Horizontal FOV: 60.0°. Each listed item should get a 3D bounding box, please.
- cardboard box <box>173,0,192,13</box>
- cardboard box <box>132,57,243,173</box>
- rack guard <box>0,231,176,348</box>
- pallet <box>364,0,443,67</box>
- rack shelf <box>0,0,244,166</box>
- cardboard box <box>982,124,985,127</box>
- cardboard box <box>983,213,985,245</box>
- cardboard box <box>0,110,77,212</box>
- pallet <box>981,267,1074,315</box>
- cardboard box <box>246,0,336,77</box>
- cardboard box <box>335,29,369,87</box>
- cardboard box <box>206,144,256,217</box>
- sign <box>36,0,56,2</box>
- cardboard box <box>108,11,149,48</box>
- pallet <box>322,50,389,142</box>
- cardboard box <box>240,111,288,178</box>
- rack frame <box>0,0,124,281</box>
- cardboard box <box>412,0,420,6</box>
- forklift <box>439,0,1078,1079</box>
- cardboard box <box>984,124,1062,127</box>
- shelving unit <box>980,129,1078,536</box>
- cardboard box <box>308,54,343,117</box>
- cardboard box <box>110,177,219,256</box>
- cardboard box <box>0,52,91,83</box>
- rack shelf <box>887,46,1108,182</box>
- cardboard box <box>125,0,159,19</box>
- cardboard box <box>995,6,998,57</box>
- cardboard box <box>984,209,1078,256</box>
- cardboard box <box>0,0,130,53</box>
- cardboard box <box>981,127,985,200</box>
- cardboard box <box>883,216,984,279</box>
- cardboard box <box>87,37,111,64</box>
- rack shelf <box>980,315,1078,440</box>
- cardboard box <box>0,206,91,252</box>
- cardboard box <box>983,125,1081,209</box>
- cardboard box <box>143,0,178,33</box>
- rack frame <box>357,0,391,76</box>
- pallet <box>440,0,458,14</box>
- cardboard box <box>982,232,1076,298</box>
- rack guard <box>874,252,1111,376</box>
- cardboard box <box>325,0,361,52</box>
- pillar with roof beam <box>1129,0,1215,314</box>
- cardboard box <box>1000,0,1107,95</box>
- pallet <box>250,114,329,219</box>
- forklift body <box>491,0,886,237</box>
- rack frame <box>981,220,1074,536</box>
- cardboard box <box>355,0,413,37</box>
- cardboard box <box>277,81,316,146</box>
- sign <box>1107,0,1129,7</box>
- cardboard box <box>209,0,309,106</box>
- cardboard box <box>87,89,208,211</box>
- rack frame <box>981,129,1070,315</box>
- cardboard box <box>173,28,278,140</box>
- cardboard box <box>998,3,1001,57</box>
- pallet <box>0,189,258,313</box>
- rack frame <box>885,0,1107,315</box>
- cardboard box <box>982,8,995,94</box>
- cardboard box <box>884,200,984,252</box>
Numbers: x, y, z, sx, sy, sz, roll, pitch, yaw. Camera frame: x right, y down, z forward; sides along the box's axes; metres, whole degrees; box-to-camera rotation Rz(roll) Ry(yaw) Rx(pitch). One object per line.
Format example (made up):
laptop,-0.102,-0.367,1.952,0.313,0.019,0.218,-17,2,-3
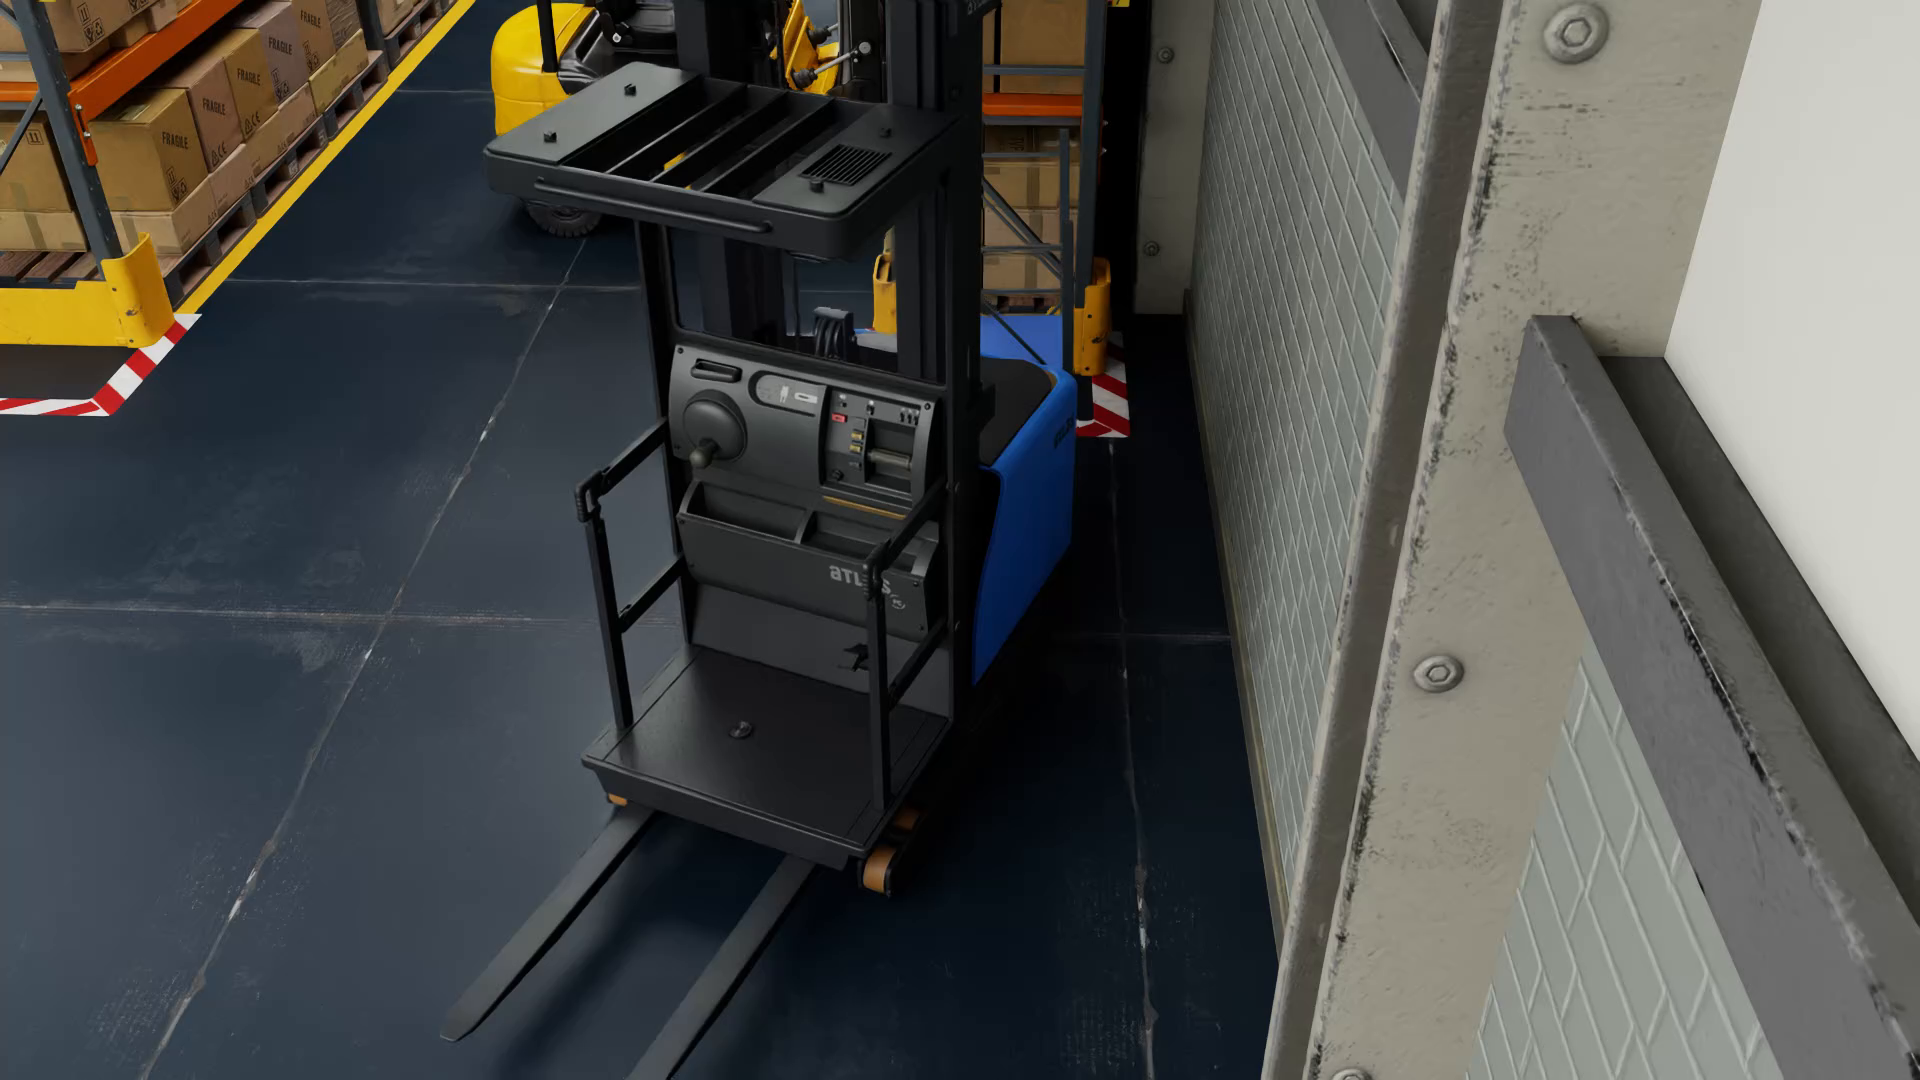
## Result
cardboard box,-4.456,-2.975,9.093,0.380,0.149,0.250,2,35,3
cardboard box,-4.471,-2.422,9.461,0.500,0.500,0.500,0,35,0
rack guard,-4.794,-1.318,8.691,1.175,0.500,0.348,1,35,2
pallet,-4.607,-3.902,12.618,1.003,0.211,1.213,1,35,2
rack shelf,-4.717,-3.152,9.752,1.077,0.370,4.000,1,35,2
cardboard box,-0.116,-2.206,8.936,0.500,0.250,0.500,2,35,3
cardboard box,-0.105,-1.794,9.220,0.500,0.250,0.500,1,35,2
cardboard box,-5.025,-2.117,9.028,0.500,0.500,0.500,2,35,2
pallet,0.152,-1.484,9.178,1.003,0.211,1.213,1,35,2
cardboard box,-4.411,-3.311,10.726,0.500,0.500,0.500,2,35,3
cardboard box,-4.392,-3.296,11.358,0.500,0.250,0.500,3,35,4
cardboard box,-4.460,-2.094,9.647,0.500,0.250,0.500,3,35,4
sign,-4.255,-2.639,7.643,0.100,0.325,0.005,1,35,2
cardboard box,-4.489,-2.681,8.674,0.380,0.149,0.250,0,35,0
pallet,-4.628,-3.068,11.431,1.003,0.211,1.213,1,35,2
cardboard box,-4.451,-2.408,10.094,0.500,0.250,0.500,4,35,5
rack frame,-4.797,-2.297,7.910,1.000,3.000,0.127,1,35,2
cardboard box,-4.592,-4.407,12.831,0.950,0.372,0.625,3,35,5
forklift,-0.596,-0.300,5.128,1.130,2.935,3.031,14,38,19
cardboard box,0.388,-2.199,8.927,0.500,0.250,0.500,1,35,2
shelving unit,0.225,-0.846,7.110,0.538,1.500,1.048,0,33,3
cardboard box,-4.403,-2.990,10.922,0.500,0.250,0.500,0,35,1
cardboard box,-4.488,-1.801,9.230,0.500,0.250,0.500,1,35,1
cardboard box,-4.577,-2.385,8.253,0.380,0.149,0.250,1,35,2
rack shelf,0.243,-3.039,9.592,1.077,0.370,4.000,1,35,2
cardboard box,-4.483,-3.023,8.597,0.500,0.500,0.500,2,35,3
cardboard box,-0.050,-2.812,8.556,0.500,0.500,0.500,2,35,3
cardboard box,0.389,-1.701,8.653,0.500,0.250,0.500,2,35,3
cardboard box,-4.501,-2.725,8.174,0.500,0.500,0.500,1,35,1
cardboard box,-0.130,-1.912,8.519,0.500,0.250,0.500,2,35,3
cardboard box,-0.134,-1.509,8.814,0.500,0.250,0.500,2,35,2
cardboard box,-4.581,-2.530,8.460,0.380,0.149,0.250,2,35,3
rack shelf,0.231,-0.695,7.208,0.538,0.185,1.000,0,33,3
cardboard box,-5.032,-1.828,9.269,0.500,0.250,0.500,1,35,2
cardboard box,0.371,-1.912,8.519,0.500,0.250,0.500,1,35,1
cardboard box,-4.433,-2.825,8.880,0.380,0.149,0.250,2,35,3
rack frame,-4.636,-4.595,11.180,1.000,3.000,0.127,1,35,2
pallet,-4.560,-4.605,13.618,1.003,0.211,1.213,1,35,2
cardboard box,0.378,-1.509,8.815,0.500,0.250,0.500,1,35,2
rack guard,0.162,-1.148,8.449,1.175,0.500,0.348,1,35,2
cardboard box,-4.392,-3.603,11.142,0.500,0.500,0.500,1,35,1
pillar with roof beam,-3.210,-5.118,6.706,9.100,9.000,0.400,1,35,2
cardboard box,0.460,-2.504,8.117,0.500,0.500,0.500,2,35,3
pallet,-4.674,-2.365,10.431,1.003,0.211,1.213,1,35,2
forklift body,-1.584,-2.969,9.604,2.313,2.155,1.214,1,35,2
rack frame,0.204,-0.569,6.684,0.500,1.500,0.032,0,33,3
cardboard box,-4.618,-3.993,12.244,0.950,0.372,0.625,2,35,2
cardboard box,-4.428,-2.698,10.506,0.500,0.250,0.500,2,35,3
sign,0.717,-2.555,7.455,0.100,0.325,0.005,1,35,2
cardboard box,-4.430,-3.017,10.309,0.500,0.500,0.500,3,35,4
cardboard box,-4.488,-2.122,9.034,0.500,0.500,0.500,0,35,0
rack frame,0.245,-1.123,7.536,0.500,1.500,0.032,0,33,3
cardboard box,-4.443,-2.710,9.871,0.500,0.500,0.500,2,35,3
cardboard box,0.459,-2.804,8.544,0.500,0.500,0.500,2,35,3
pallet,-4.726,-1.666,9.437,1.003,0.211,1.213,1,35,2
rack frame,0.163,-2.185,7.750,1.000,3.000,0.127,1,35,2
cardboard box,-0.080,-2.514,8.132,0.500,0.500,0.500,1,35,1
cardboard box,-0.130,-1.723,8.684,0.500,0.250,0.500,1,35,1
